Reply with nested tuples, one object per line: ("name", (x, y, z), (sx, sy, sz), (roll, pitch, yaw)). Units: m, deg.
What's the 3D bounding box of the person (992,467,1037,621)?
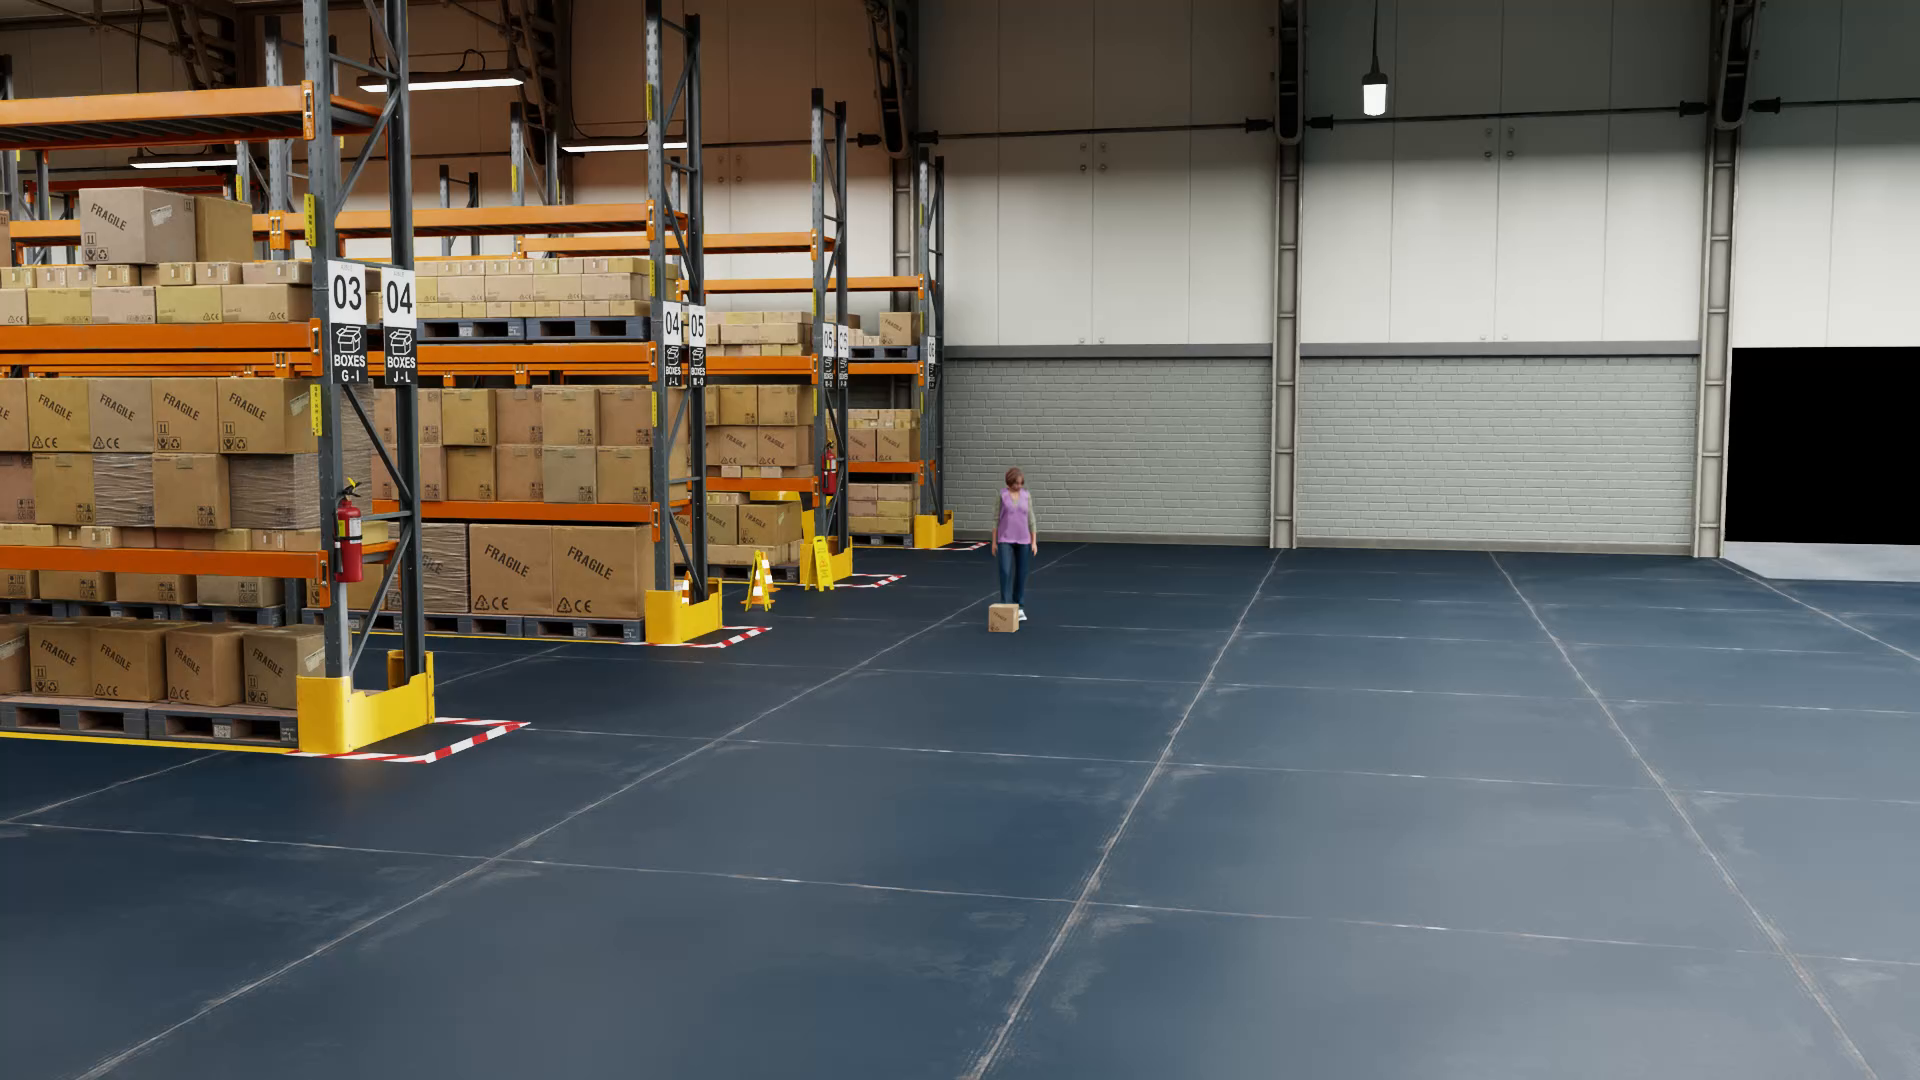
("person", (0.570, 0.054, 16.851), (0.455, 1.579, 0.671), (-1, 5, -8))
